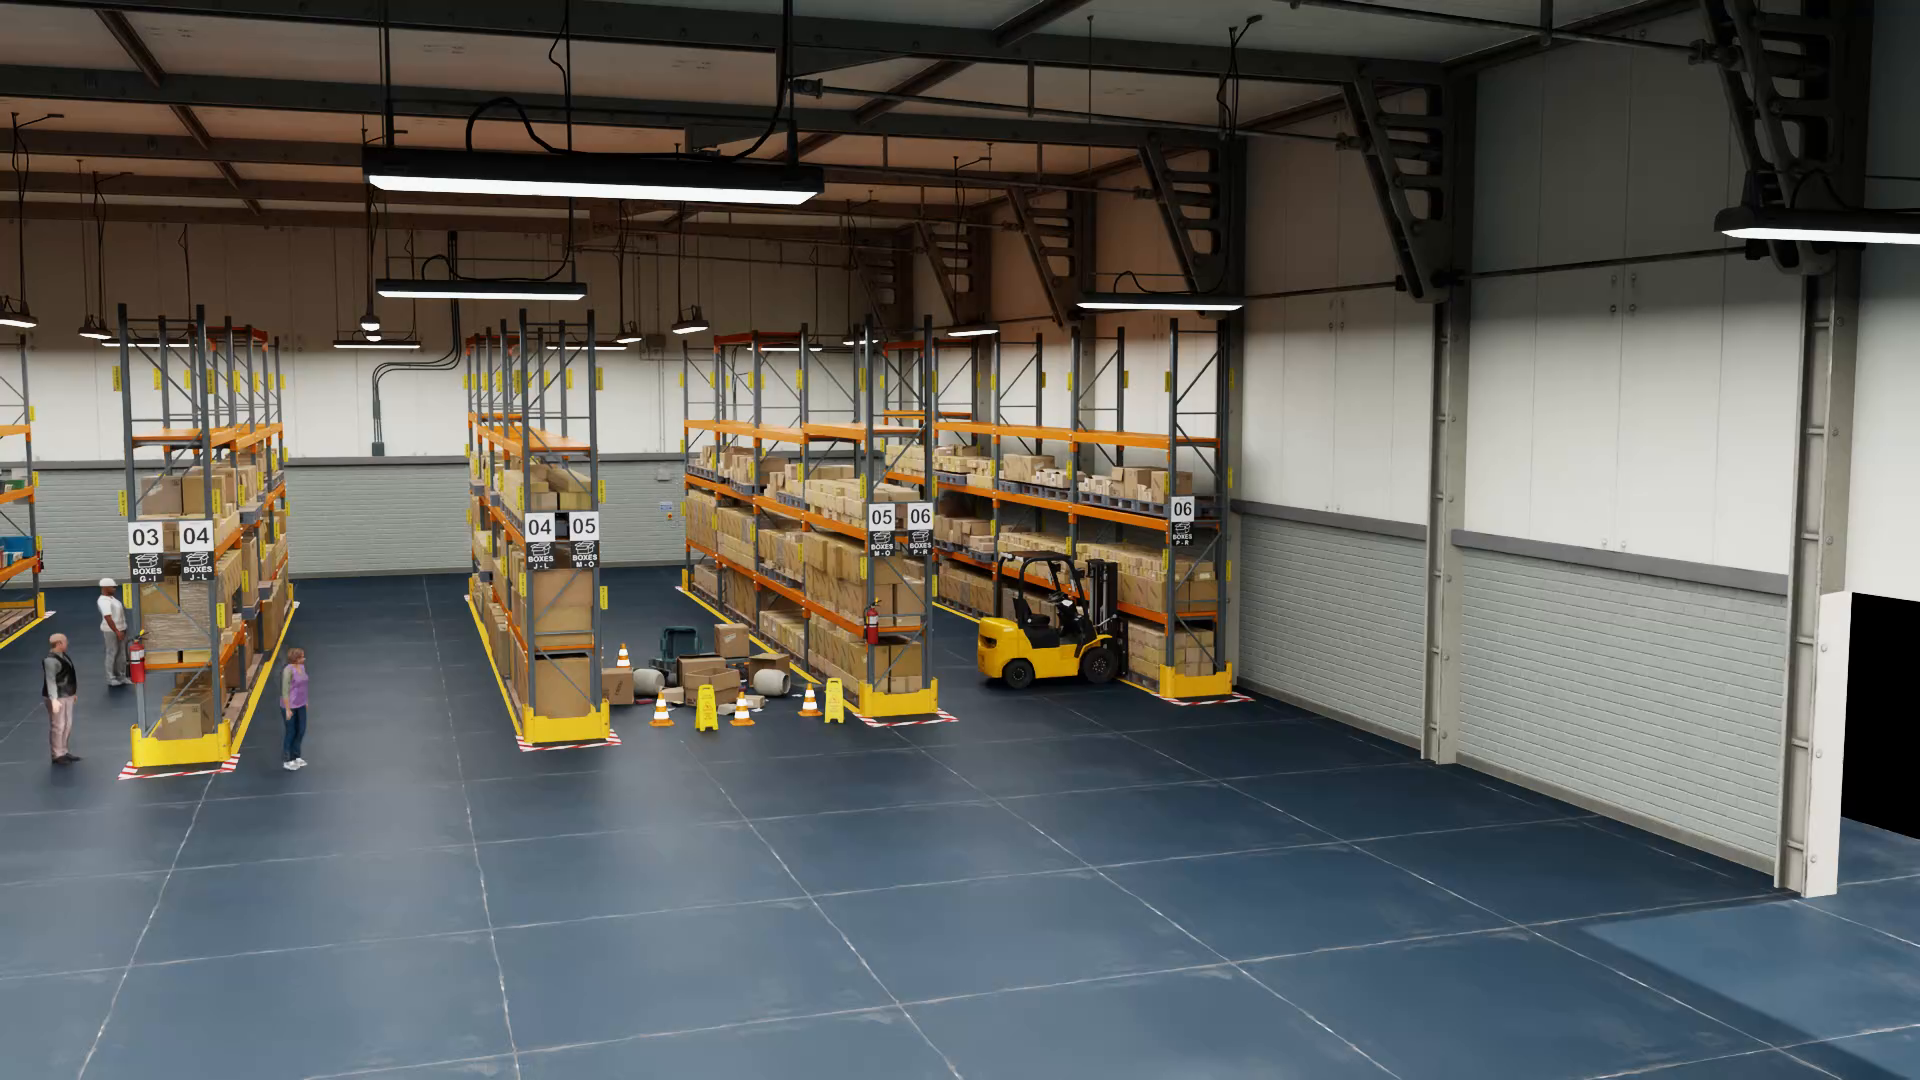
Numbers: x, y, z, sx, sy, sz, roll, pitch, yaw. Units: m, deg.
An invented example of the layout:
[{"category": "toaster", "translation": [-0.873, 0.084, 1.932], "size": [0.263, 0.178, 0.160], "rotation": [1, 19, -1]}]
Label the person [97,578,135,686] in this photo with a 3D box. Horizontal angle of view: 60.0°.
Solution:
[{"category": "person", "translation": [-13.961, 1.526, 27.470], "size": [0.599, 1.807, 0.579], "rotation": [1, 5, 10]}]

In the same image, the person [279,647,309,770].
[{"category": "person", "translation": [-8.637, 2.173, 21.570], "size": [0.376, 1.601, 0.451], "rotation": [1, 6, 14]}]

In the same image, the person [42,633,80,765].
[{"category": "person", "translation": [-11.814, 2.077, 21.814], "size": [0.369, 1.729, 0.563], "rotation": [0, 5, -2]}]
